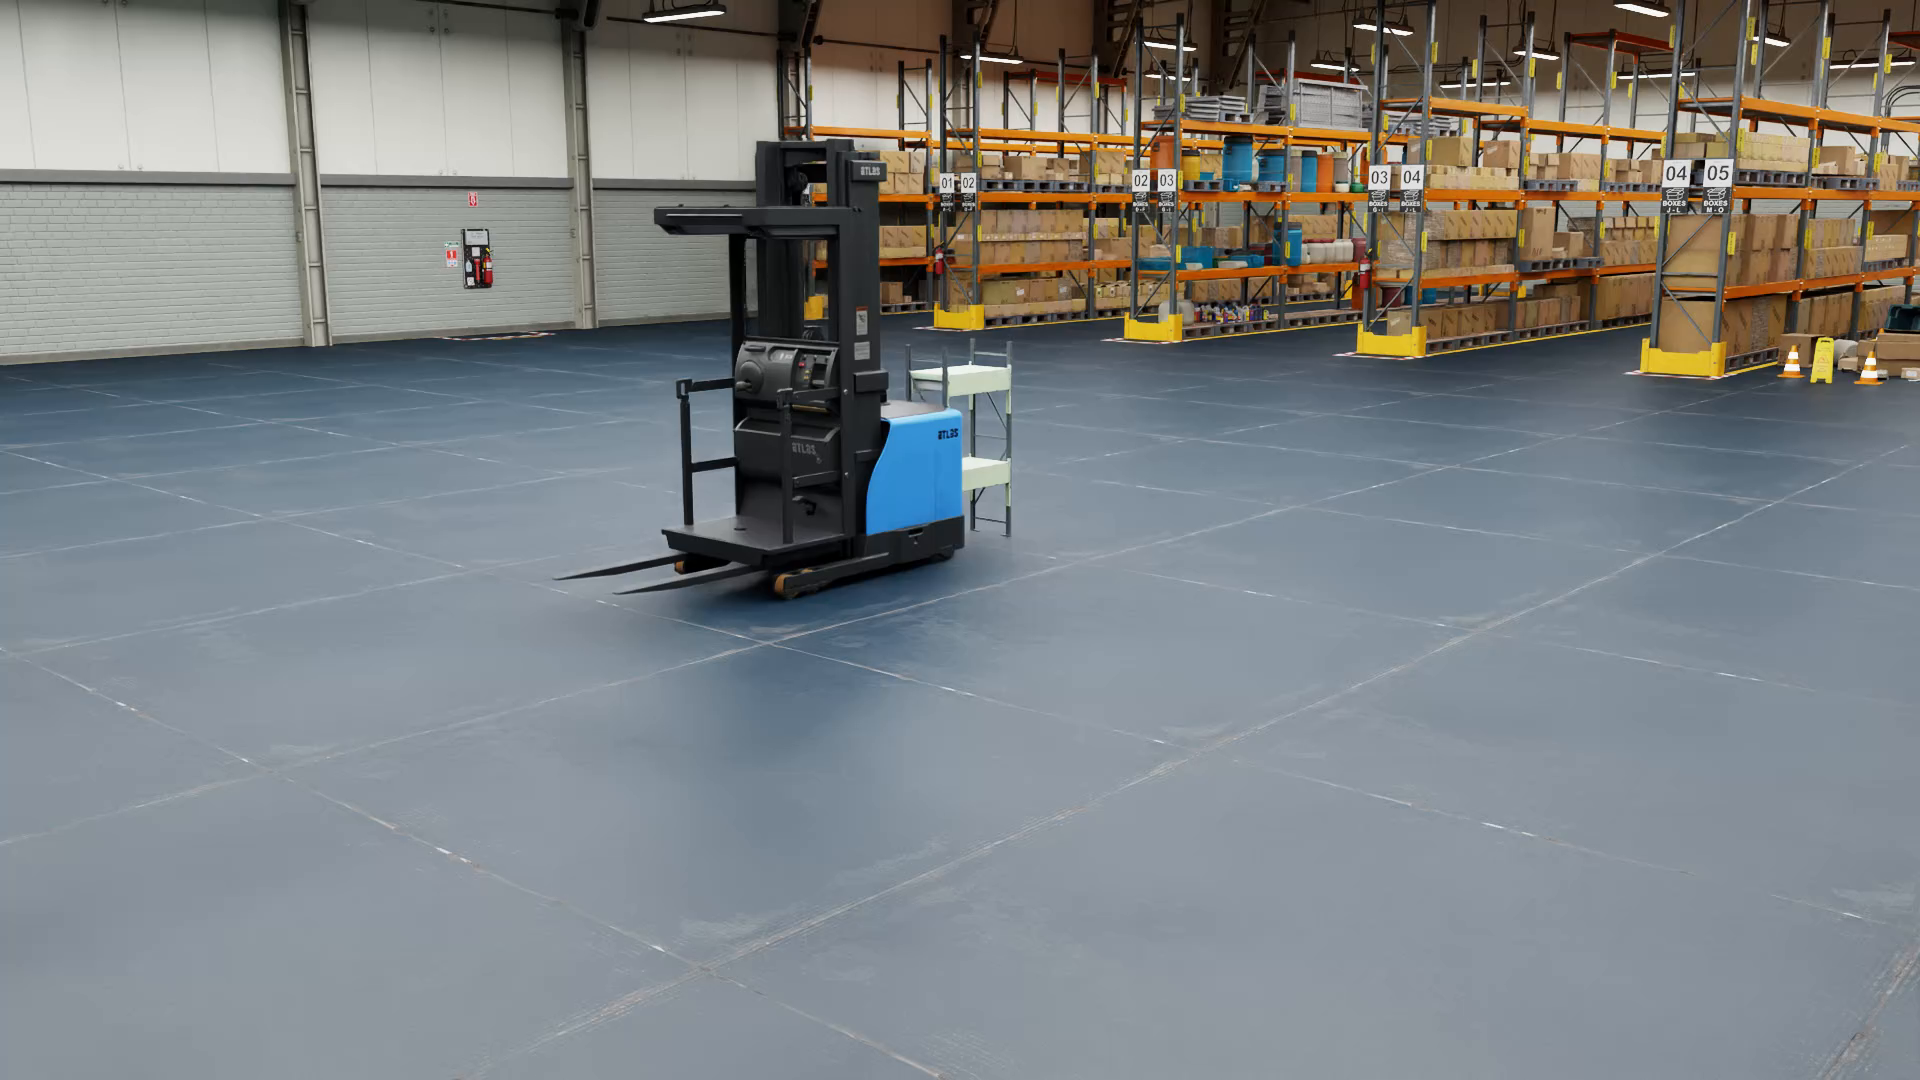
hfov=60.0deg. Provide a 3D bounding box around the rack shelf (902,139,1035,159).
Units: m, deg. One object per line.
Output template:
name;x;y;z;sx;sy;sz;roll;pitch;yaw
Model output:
rack shelf;0.228;-9.887;42.094;1.077;0.370;4.000;10;15;40

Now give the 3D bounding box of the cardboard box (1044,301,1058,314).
cardboard box;1.833;-5.173;36.900;0.500;0.250;0.500;10;15;40

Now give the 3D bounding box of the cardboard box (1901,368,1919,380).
cardboard box;14.221;-2.464;24.669;0.250;0.149;0.380;-4;12;-18

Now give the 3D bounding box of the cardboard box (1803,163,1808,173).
cardboard box;13.729;-6.130;27.399;0.380;0.149;0.250;10;15;40

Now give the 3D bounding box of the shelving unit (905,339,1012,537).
shelving unit;-0.004;-0.734;12.559;0.431;1.500;0.755;10;15;40

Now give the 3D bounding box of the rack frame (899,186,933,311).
rack frame;-1.092;-7.199;41.098;1.000;3.000;0.127;10;15;40

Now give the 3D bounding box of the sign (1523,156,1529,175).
sign;10.483;-6.934;30.789;0.100;0.325;0.005;10;15;40

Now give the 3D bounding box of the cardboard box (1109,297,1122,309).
cardboard box;3.422;-5.519;38.635;0.500;0.250;0.500;10;15;42

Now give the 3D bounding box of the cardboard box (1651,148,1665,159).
cardboard box;15.977;-8.735;37.633;0.500;0.250;0.500;9;14;37

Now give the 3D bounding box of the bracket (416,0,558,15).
bracket;-9.600;-10.162;31.422;0.076;0.066;4.783;10;15;40

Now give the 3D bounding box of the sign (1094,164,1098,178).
sign;3.049;-8.251;37.184;0.100;0.325;0.005;10;15;40

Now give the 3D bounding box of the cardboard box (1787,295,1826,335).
cardboard box;14.711;-3.969;29.597;1.050;0.750;0.750;10;15;40

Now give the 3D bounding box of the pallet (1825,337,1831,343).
pallet;14.987;-3.558;29.987;1.003;0.211;1.213;10;15;40

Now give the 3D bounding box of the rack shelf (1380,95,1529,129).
rack shelf;8.750;-7.571;29.489;1.077;0.370;4.000;10;15;40

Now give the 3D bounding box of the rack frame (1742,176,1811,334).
rack frame;13.729;-4.622;28.194;1.000;3.000;0.127;10;15;40

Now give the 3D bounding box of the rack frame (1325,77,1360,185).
rack frame;10.553;-11.267;46.146;1.000;3.000;0.127;10;15;40

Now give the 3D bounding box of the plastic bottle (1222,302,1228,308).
plastic bottle;5.505;-4.770;34.576;0.144;0.351;0.185;10;15;42

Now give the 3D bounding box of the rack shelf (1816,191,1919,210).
rack shelf;17.690;-6.623;32.390;1.077;0.370;4.000;10;15;40

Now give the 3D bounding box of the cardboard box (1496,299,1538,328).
cardboard box;10.821;-4.423;32.458;0.700;0.500;0.500;10;15;40

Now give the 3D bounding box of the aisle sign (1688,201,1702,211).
aisle sign;17.814;-8.368;40.311;0.394;0.787;0.004;10;15;40

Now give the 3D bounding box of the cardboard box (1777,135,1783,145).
cardboard box;12.725;-6.297;26.201;0.380;0.149;0.250;10;15;41

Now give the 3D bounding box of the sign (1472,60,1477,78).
sign;9.650;-8.827;31.140;0.100;0.325;0.005;10;15;40

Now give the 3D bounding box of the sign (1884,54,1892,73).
sign;16.789;-8.617;30.089;0.100;0.325;0.005;10;15;40

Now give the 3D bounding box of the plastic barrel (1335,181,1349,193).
plastic barrel;8.326;-7.693;36.264;0.301;0.262;0.301;0;11;0

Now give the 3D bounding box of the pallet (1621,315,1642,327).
pallet;14.093;-4.784;36.125;1.003;0.211;1.213;10;15;40

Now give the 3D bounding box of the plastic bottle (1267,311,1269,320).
plastic bottle;6.344;-4.668;34.447;0.097;0.201;0.097;0;11;0

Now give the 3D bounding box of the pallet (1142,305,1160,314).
pallet;4.699;-5.665;40.533;1.003;0.211;1.213;10;15;40

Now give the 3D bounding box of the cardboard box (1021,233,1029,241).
cardboard box;1.260;-6.558;35.974;0.380;0.149;0.250;10;15;40

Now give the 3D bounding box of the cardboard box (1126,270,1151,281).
cardboard box;5.094;-7.527;48.047;0.700;0.500;0.500;10;15;40

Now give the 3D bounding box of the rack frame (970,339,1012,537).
rack frame;0.237;-0.788;12.829;0.400;1.500;0.023;10;15;40

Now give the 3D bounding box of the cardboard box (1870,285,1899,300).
cardboard box;18.359;-4.931;33.135;0.500;0.250;0.500;11;16;43

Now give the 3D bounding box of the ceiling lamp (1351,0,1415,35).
ceiling lamp;8.363;-11.341;31.615;0.800;3.185;2.000;10;15;40

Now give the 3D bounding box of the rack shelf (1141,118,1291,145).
rack shelf;5.030;-8.017;32.734;1.077;0.370;4.000;10;15;40

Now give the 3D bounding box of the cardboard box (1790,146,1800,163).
cardboard box;13.263;-6.240;26.934;0.500;0.250;0.500;10;15;40

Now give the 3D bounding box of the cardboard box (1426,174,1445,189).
cardboard box;7.942;-6.125;28.441;0.500;0.250;0.500;10;15;42

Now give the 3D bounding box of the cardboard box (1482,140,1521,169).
cardboard box;9.965;-7.090;30.601;0.500;0.500;0.500;9;15;39

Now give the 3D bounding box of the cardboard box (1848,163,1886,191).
cardboard box;16.947;-6.780;31.085;0.500;0.500;0.500;10;15;40

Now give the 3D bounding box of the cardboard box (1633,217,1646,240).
cardboard box;14.474;-6.802;36.290;0.797;0.503;0.637;10;15;41

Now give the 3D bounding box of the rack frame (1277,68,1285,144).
rack frame;7.912;-10.678;43.200;1.000;3.000;0.127;10;15;40

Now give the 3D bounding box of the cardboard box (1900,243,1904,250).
cardboard box;18.723;-5.905;33.426;0.380;0.149;0.250;10;15;41

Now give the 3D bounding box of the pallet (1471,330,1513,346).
pallet;9.654;-3.807;31.235;1.003;0.211;1.213;10;15;40

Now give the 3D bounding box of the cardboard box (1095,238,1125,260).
cardboard box;3.498;-6.797;38.828;0.500;0.500;0.500;-11;16;-43

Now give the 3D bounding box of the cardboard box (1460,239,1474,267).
cardboard box;8.755;-5.191;30.028;0.875;0.500;0.500;10;15;40

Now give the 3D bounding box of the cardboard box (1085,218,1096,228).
cardboard box;3.391;-8.698;45.621;0.500;0.250;0.500;10;15;41

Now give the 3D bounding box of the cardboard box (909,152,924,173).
cardboard box;-1.219;-9.111;40.150;0.500;0.500;0.500;8;14;36

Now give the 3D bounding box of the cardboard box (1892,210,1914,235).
cardboard box;19.491;-6.519;34.125;0.500;0.500;0.500;10;15;42

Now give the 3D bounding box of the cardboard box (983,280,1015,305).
cardboard box;0.841;-5.320;35.723;0.500;0.500;0.500;10;15;40

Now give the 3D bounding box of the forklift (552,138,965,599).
forklift;-1.313;-1.164;11.058;1.130;2.935;3.031;10;15;40

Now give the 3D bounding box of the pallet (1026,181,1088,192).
pallet;2.088;-7.858;36.964;1.003;0.211;1.213;10;15;40

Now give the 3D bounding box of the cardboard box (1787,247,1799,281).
cardboard box;13.495;-4.640;27.900;0.875;0.550;0.550;10;15;40

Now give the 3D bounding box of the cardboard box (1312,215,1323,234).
cardboard box;9.455;-8.536;44.984;0.500;0.500;0.500;10;15;42

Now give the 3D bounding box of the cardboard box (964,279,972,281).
cardboard box;0.052;-6.452;42.616;0.700;0.500;0.500;10;15;41

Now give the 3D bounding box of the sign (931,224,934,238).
sign;-0.679;-7.555;40.668;0.100;0.325;0.005;10;15;40

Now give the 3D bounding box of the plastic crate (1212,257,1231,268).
plastic crate;5.242;-5.651;33.889;0.450;0.188;0.662;10;15;40
